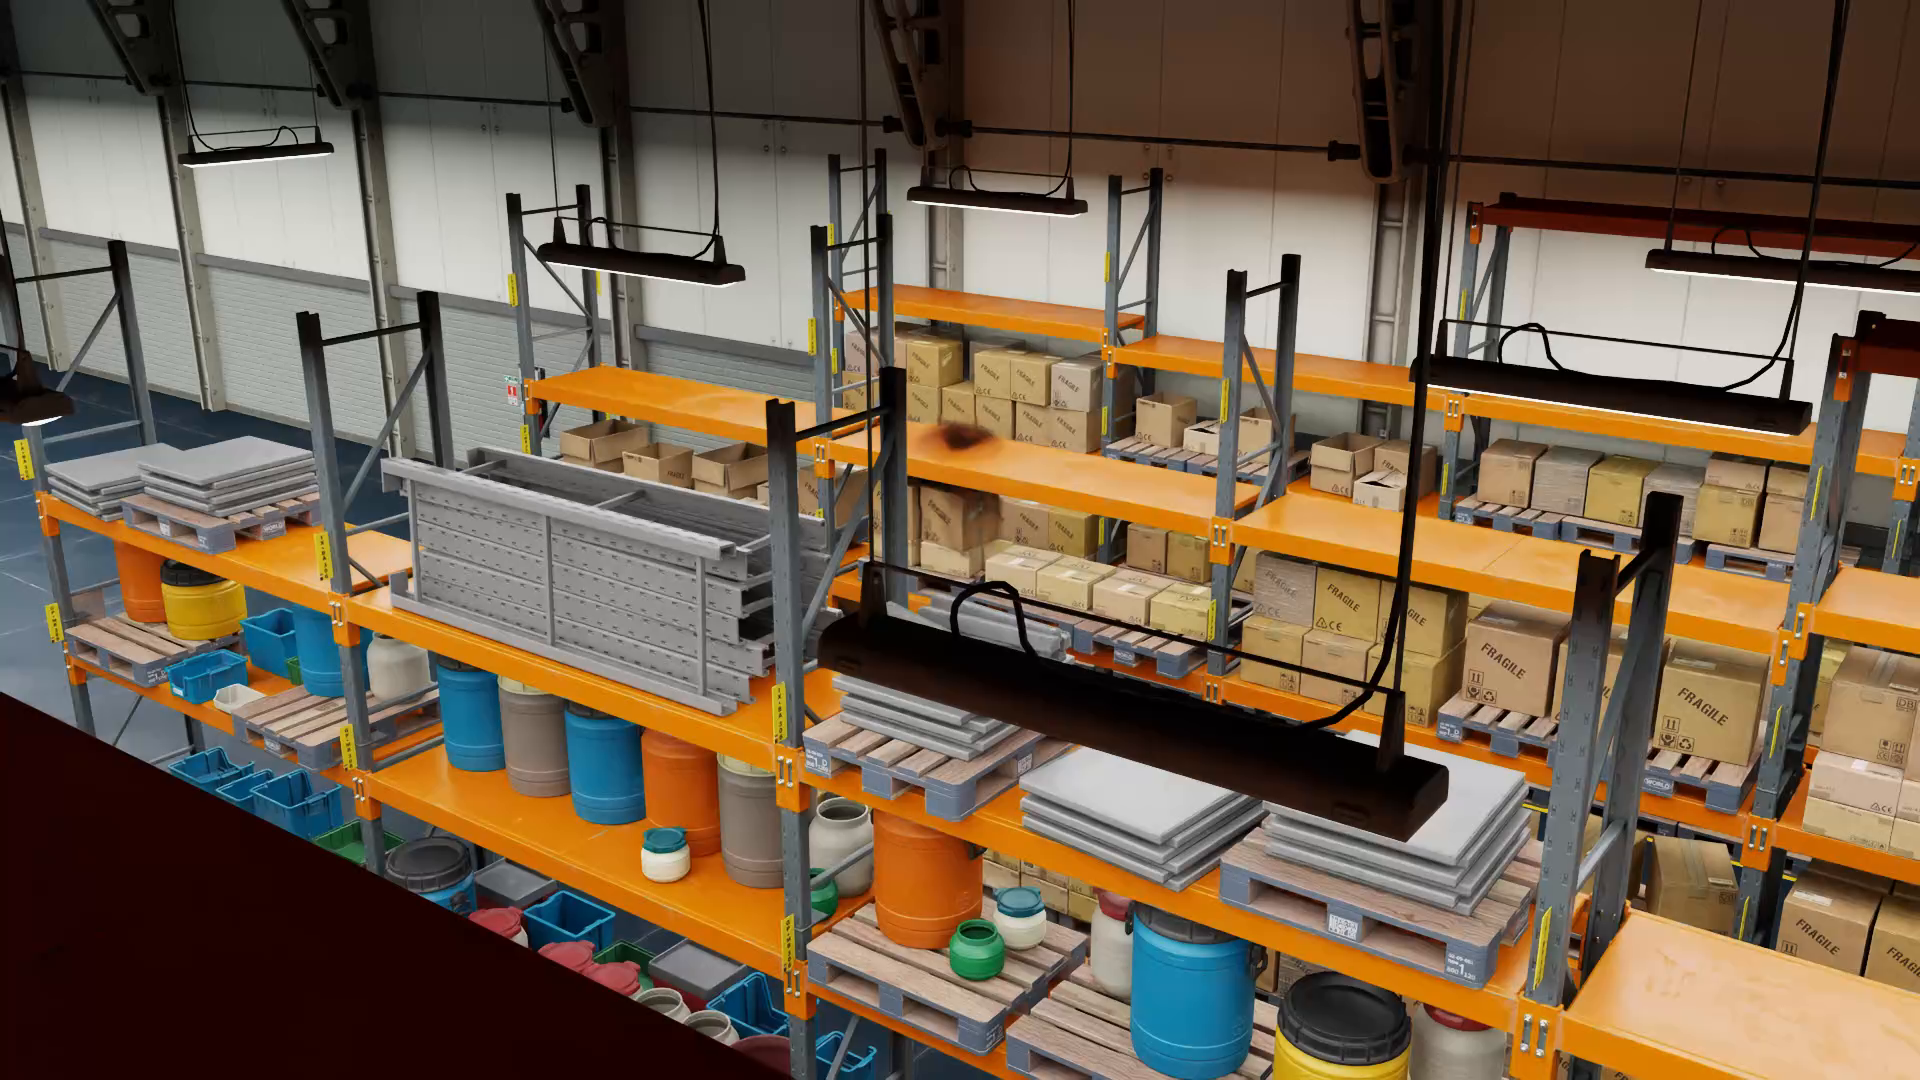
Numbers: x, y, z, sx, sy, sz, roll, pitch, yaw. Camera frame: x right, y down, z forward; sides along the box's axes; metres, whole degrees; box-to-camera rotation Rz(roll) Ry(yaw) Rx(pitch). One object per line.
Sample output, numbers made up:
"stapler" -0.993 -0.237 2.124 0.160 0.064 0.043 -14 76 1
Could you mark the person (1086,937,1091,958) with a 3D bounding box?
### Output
"person" 0.891 3.564 11.803 0.453 1.681 0.382 14 23 36
